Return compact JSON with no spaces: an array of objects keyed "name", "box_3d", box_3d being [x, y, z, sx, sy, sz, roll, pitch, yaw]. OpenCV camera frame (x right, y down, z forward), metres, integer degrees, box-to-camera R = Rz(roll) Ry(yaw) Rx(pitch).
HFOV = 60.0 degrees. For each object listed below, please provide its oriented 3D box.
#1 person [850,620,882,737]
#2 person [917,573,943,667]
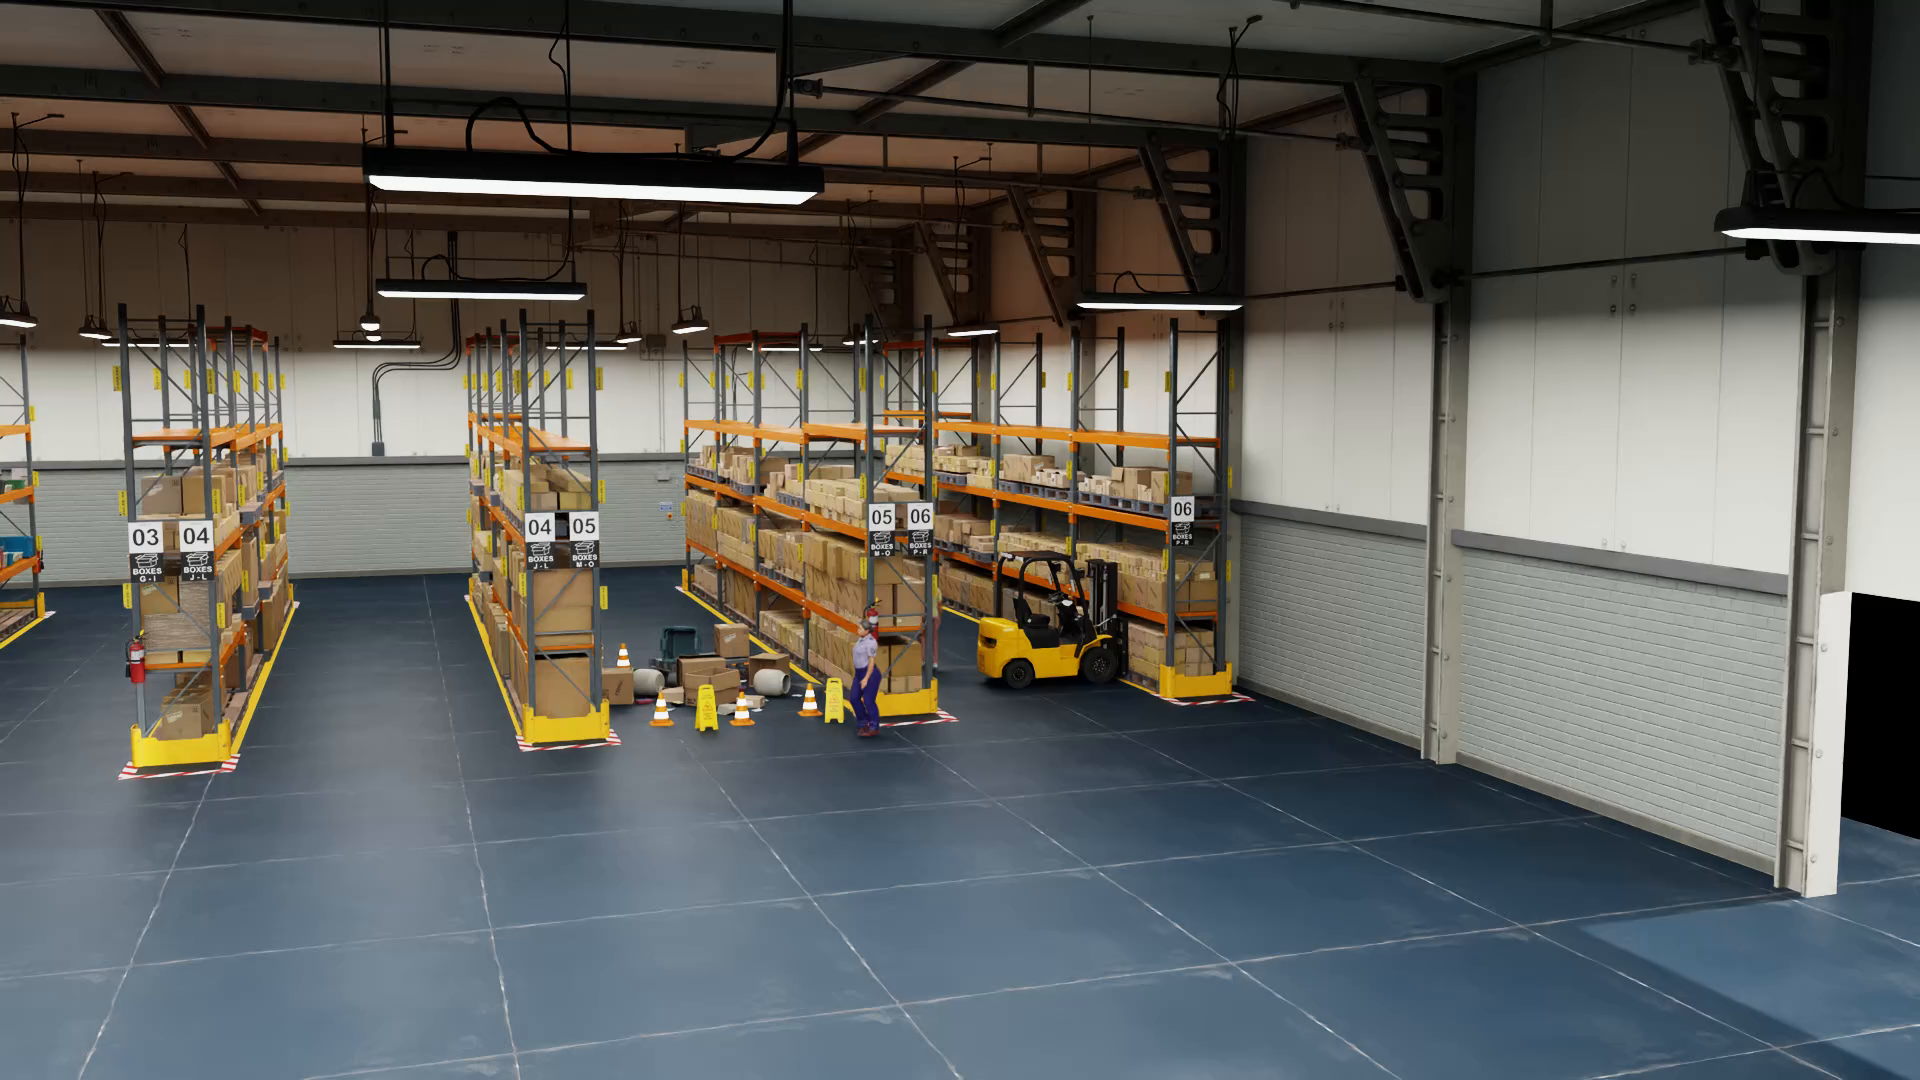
[{"name":"person","box_3d":[-1.325,1.990,23.534,0.382,1.745,0.521,-3,6,-28]},{"name":"person","box_3d":[-0.522,1.431,29.215,0.481,1.715,0.595,-2,6,-22]}]
